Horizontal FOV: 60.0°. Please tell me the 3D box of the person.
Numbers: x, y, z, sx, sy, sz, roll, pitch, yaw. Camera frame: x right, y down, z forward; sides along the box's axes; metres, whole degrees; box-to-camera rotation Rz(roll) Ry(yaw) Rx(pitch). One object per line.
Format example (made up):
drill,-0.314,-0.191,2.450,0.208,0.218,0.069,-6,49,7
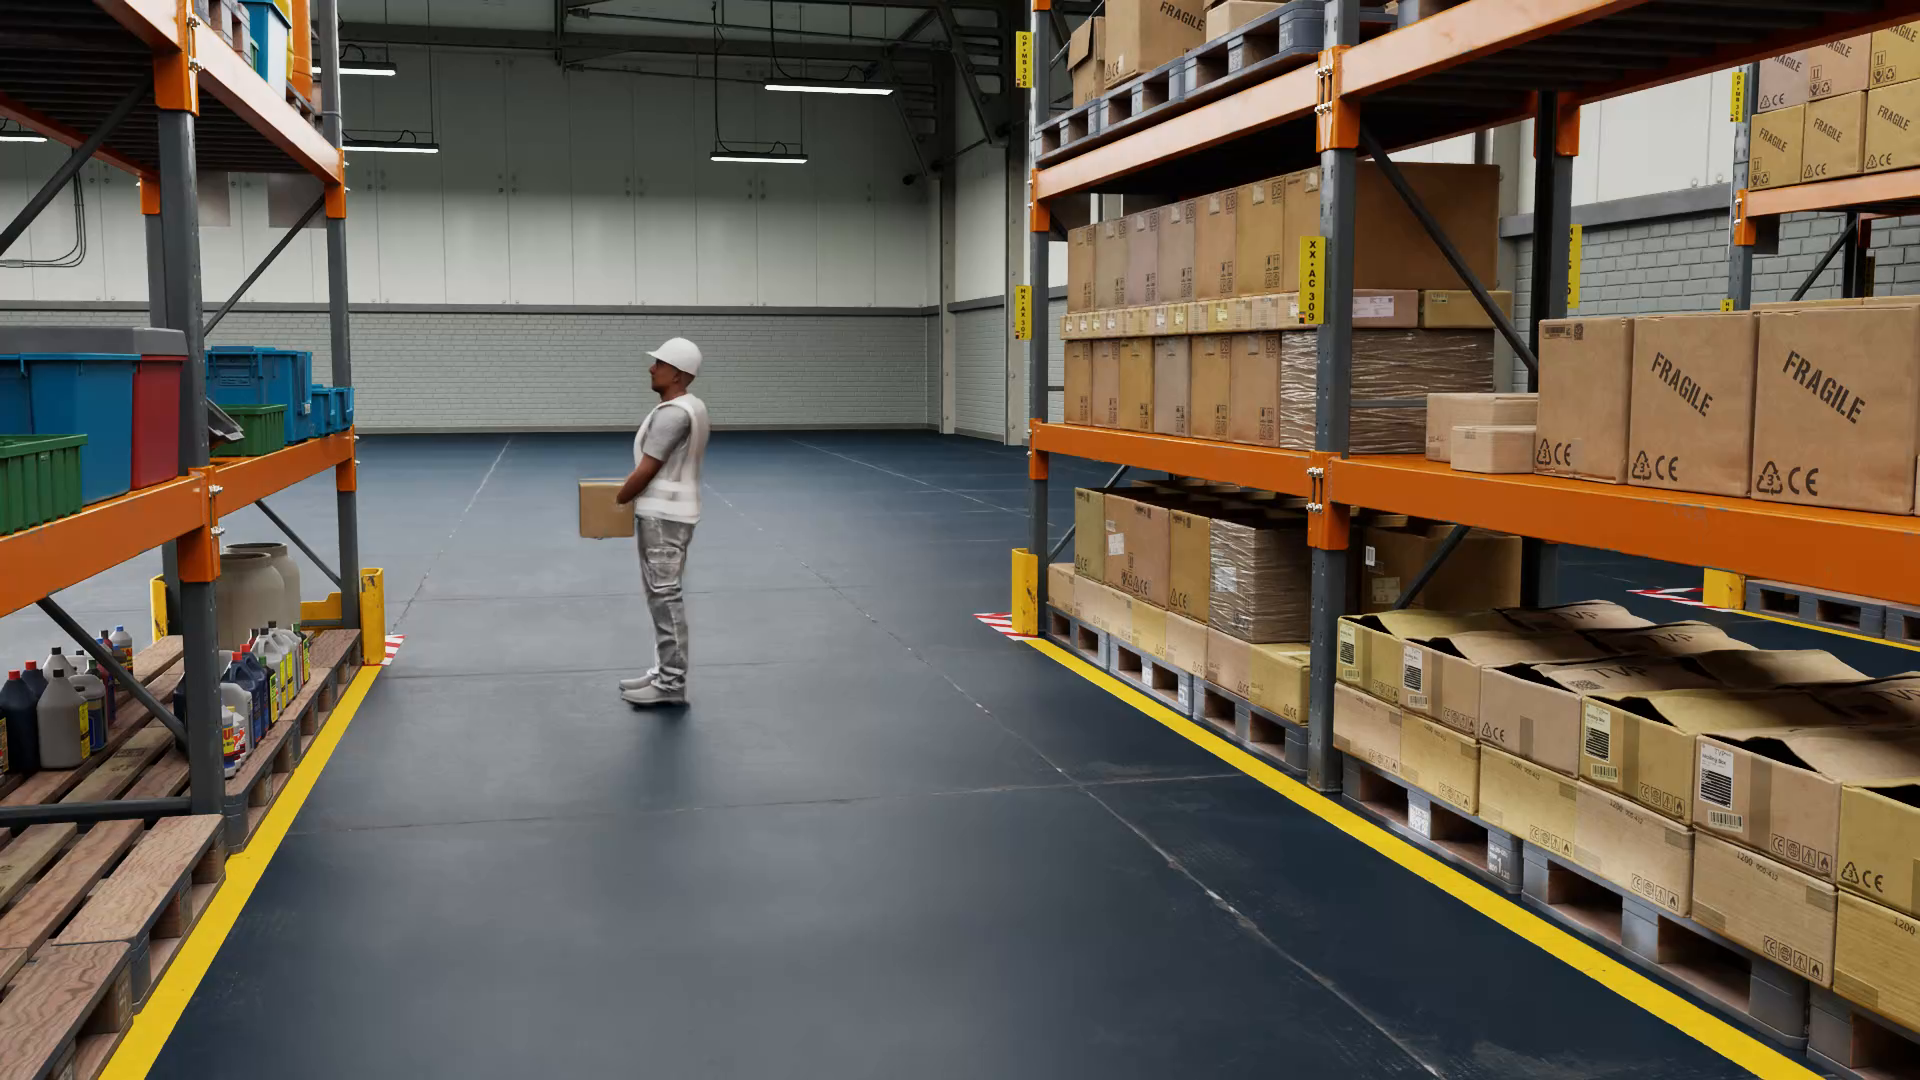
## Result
person,-1.509,-0.094,8.172,0.550,1.788,0.526,0,6,1
